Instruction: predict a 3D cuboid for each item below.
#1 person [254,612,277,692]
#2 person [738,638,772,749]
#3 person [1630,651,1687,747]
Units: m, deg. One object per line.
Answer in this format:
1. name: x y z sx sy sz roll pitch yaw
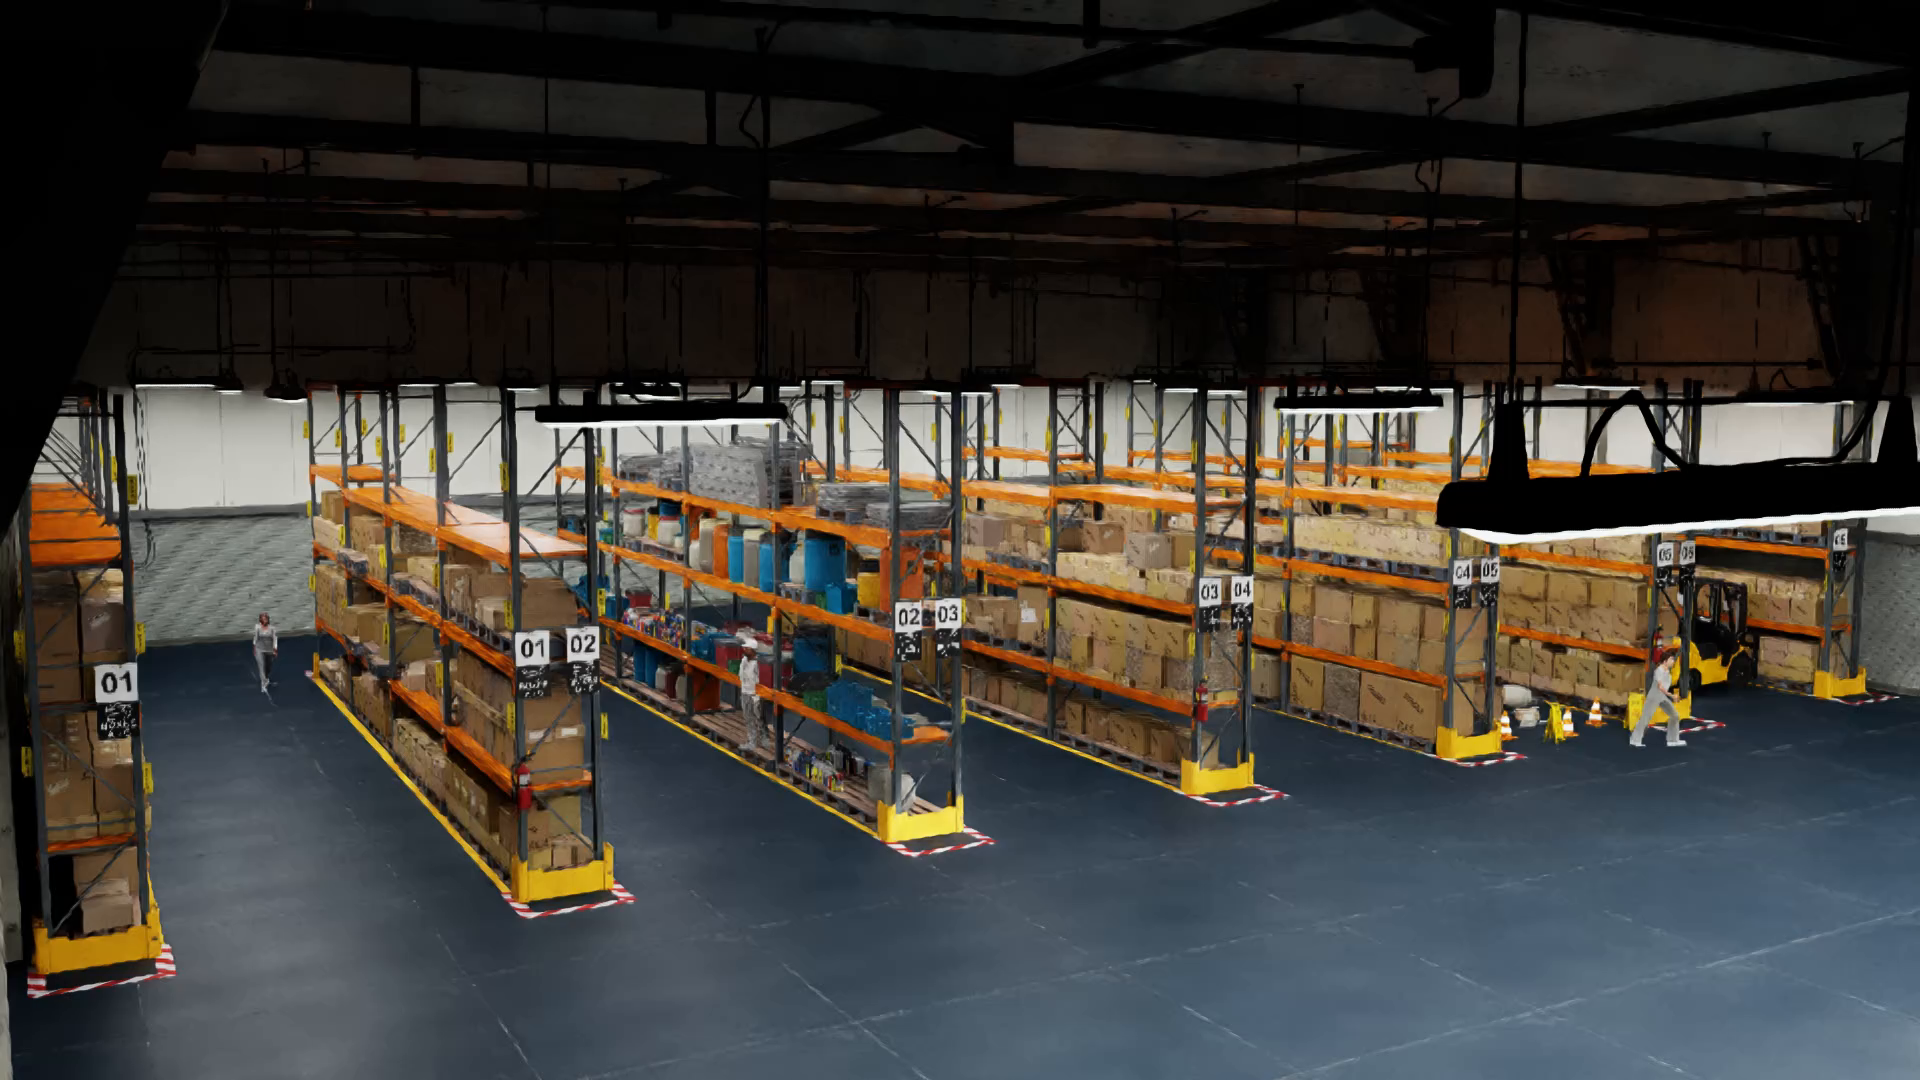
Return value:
1. person: -13.456 2.136 32.251 0.415 1.517 1.041 -4 7 -31
2. person: -3.255 2.436 26.437 0.567 1.785 0.521 5 8 40
3. person: 11.505 2.614 27.387 0.790 1.610 0.608 5 8 40
